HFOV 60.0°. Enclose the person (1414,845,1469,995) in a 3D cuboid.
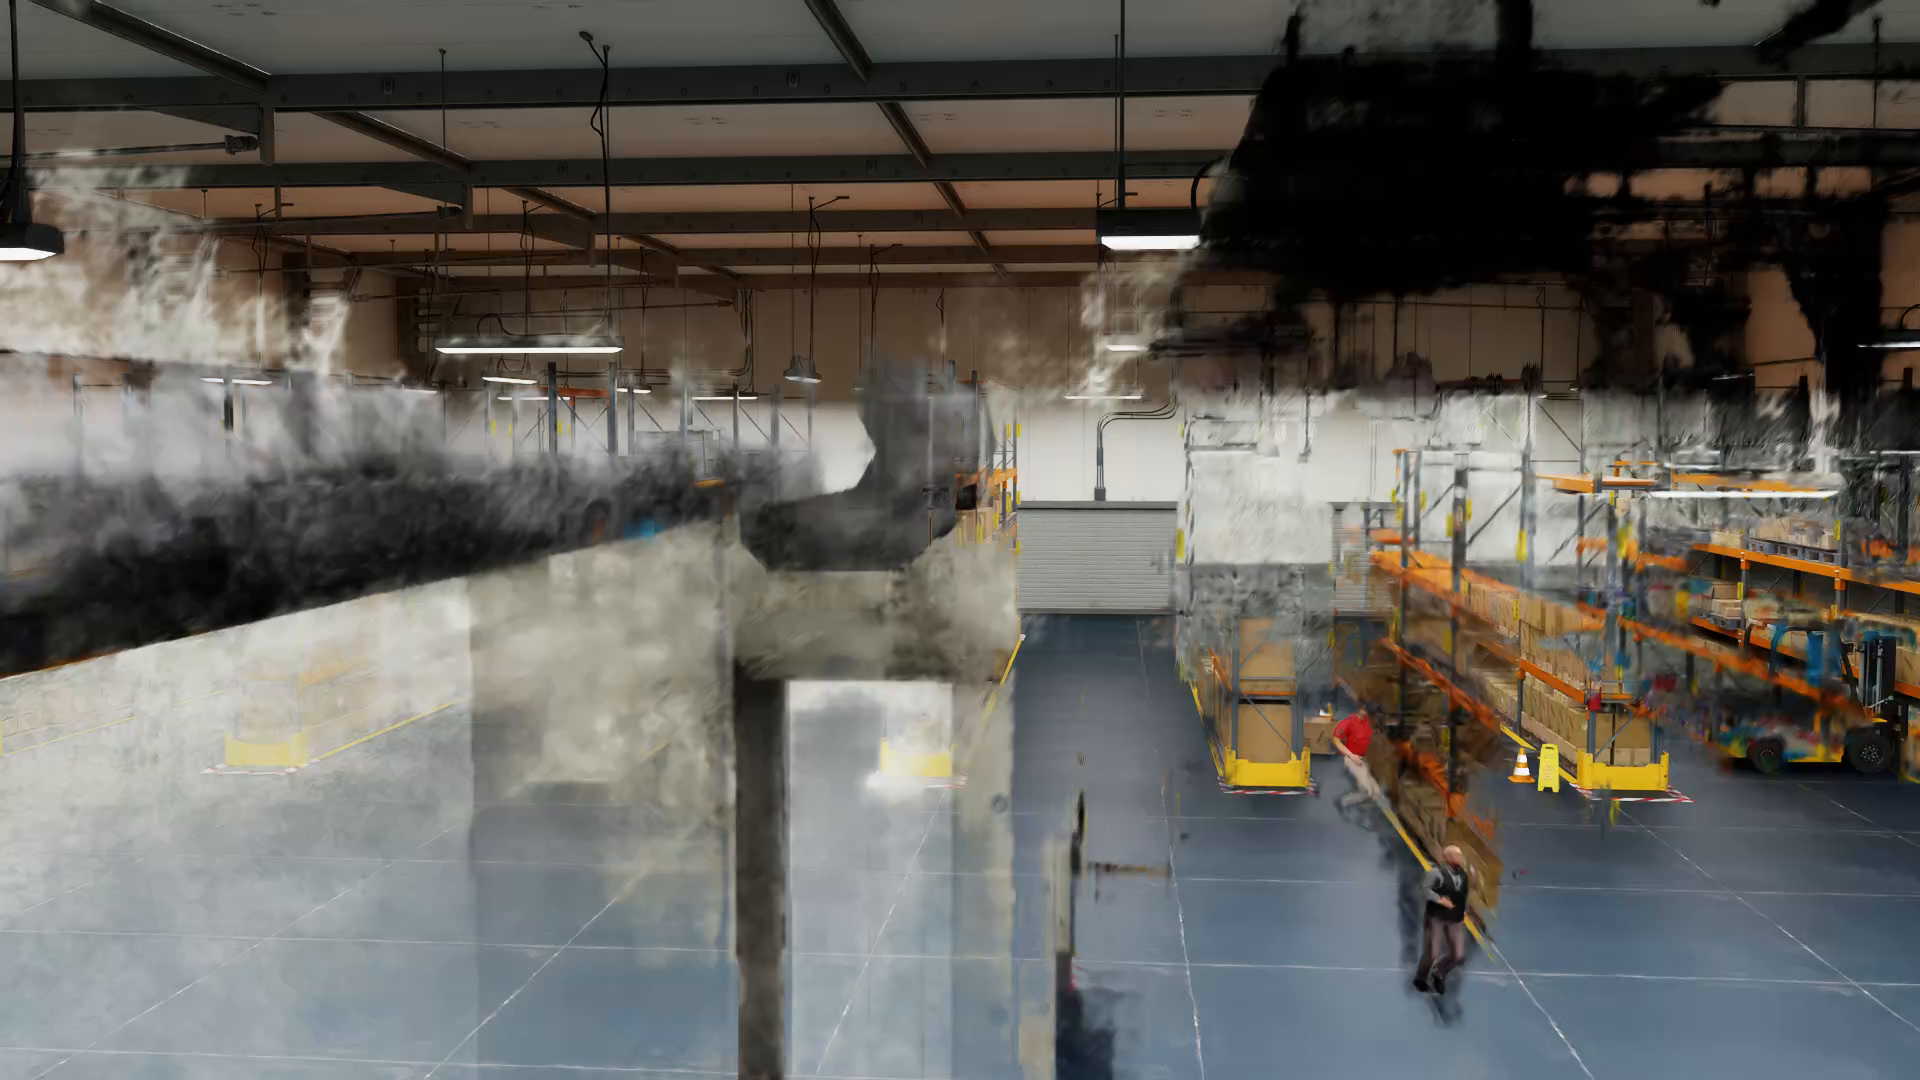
[{"bbox_3d":[-11.880,2.561,24.503,0.665,1.680,0.621,-1,4,-10],"label":"person"}]
